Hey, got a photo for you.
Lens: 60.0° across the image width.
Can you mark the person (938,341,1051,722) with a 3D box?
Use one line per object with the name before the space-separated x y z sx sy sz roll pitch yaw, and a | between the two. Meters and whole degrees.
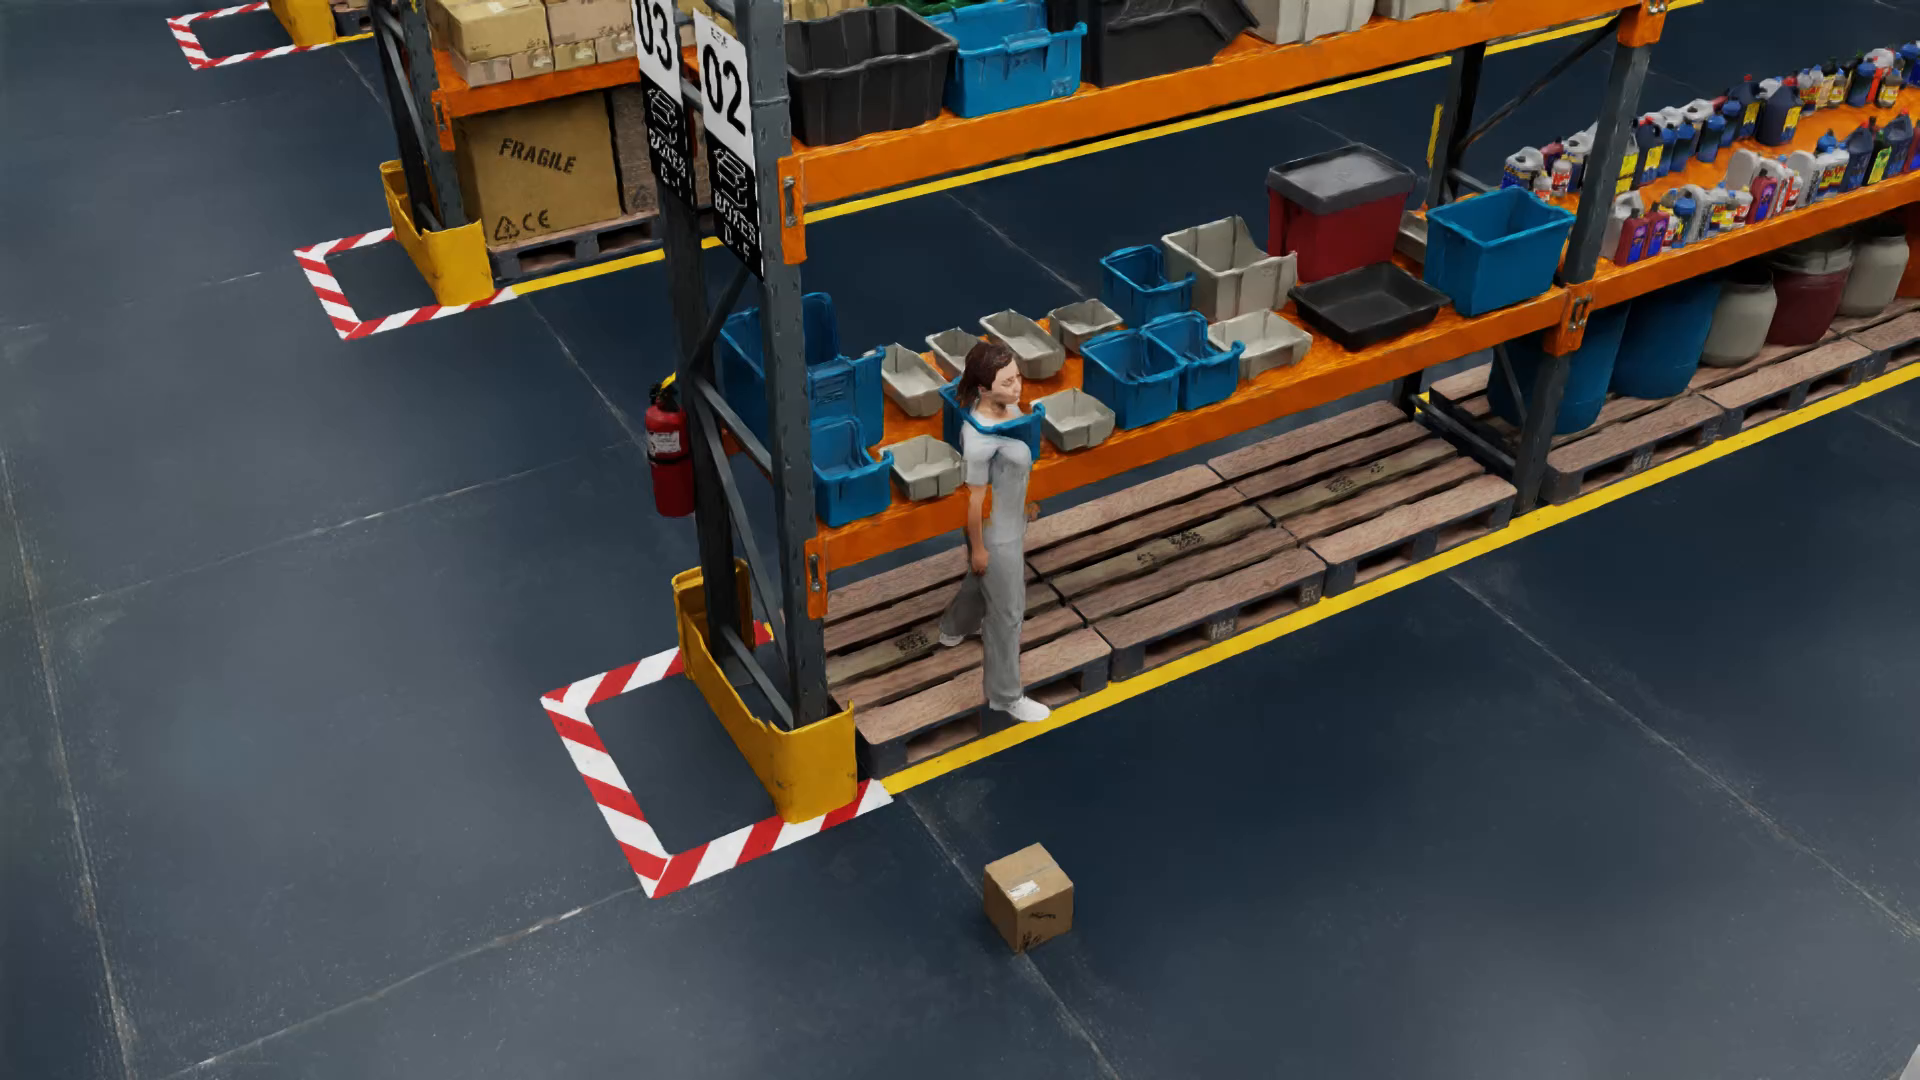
person | 0.155 -0.092 6.781 0.560 1.665 0.617 6 37 8
